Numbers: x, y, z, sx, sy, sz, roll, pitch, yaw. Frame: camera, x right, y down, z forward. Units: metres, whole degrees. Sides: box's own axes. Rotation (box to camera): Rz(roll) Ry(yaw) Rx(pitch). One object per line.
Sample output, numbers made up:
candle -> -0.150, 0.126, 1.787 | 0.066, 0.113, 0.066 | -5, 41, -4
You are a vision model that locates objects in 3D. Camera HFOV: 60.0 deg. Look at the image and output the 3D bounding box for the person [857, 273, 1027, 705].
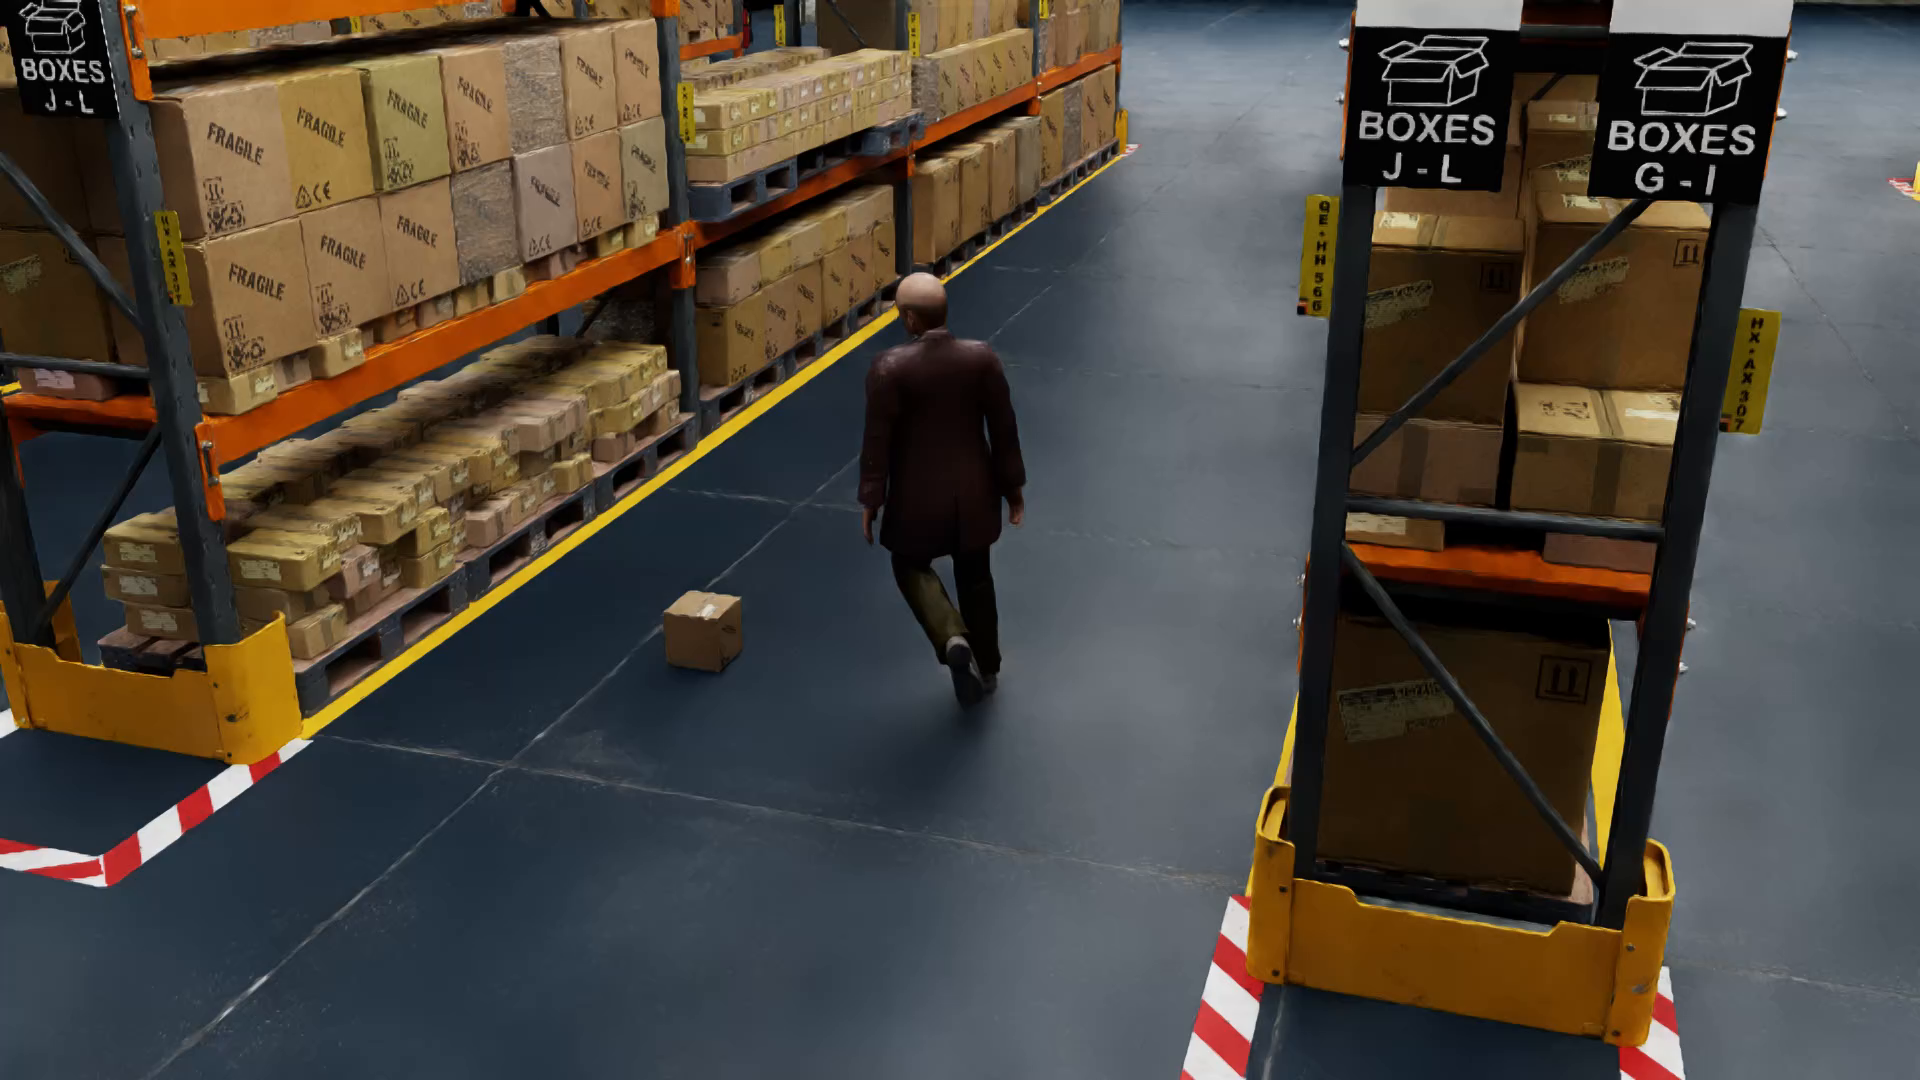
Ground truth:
person -> -0.069, -0.181, 6.540 | 0.685, 1.758, 0.657 | -7, 23, -17
